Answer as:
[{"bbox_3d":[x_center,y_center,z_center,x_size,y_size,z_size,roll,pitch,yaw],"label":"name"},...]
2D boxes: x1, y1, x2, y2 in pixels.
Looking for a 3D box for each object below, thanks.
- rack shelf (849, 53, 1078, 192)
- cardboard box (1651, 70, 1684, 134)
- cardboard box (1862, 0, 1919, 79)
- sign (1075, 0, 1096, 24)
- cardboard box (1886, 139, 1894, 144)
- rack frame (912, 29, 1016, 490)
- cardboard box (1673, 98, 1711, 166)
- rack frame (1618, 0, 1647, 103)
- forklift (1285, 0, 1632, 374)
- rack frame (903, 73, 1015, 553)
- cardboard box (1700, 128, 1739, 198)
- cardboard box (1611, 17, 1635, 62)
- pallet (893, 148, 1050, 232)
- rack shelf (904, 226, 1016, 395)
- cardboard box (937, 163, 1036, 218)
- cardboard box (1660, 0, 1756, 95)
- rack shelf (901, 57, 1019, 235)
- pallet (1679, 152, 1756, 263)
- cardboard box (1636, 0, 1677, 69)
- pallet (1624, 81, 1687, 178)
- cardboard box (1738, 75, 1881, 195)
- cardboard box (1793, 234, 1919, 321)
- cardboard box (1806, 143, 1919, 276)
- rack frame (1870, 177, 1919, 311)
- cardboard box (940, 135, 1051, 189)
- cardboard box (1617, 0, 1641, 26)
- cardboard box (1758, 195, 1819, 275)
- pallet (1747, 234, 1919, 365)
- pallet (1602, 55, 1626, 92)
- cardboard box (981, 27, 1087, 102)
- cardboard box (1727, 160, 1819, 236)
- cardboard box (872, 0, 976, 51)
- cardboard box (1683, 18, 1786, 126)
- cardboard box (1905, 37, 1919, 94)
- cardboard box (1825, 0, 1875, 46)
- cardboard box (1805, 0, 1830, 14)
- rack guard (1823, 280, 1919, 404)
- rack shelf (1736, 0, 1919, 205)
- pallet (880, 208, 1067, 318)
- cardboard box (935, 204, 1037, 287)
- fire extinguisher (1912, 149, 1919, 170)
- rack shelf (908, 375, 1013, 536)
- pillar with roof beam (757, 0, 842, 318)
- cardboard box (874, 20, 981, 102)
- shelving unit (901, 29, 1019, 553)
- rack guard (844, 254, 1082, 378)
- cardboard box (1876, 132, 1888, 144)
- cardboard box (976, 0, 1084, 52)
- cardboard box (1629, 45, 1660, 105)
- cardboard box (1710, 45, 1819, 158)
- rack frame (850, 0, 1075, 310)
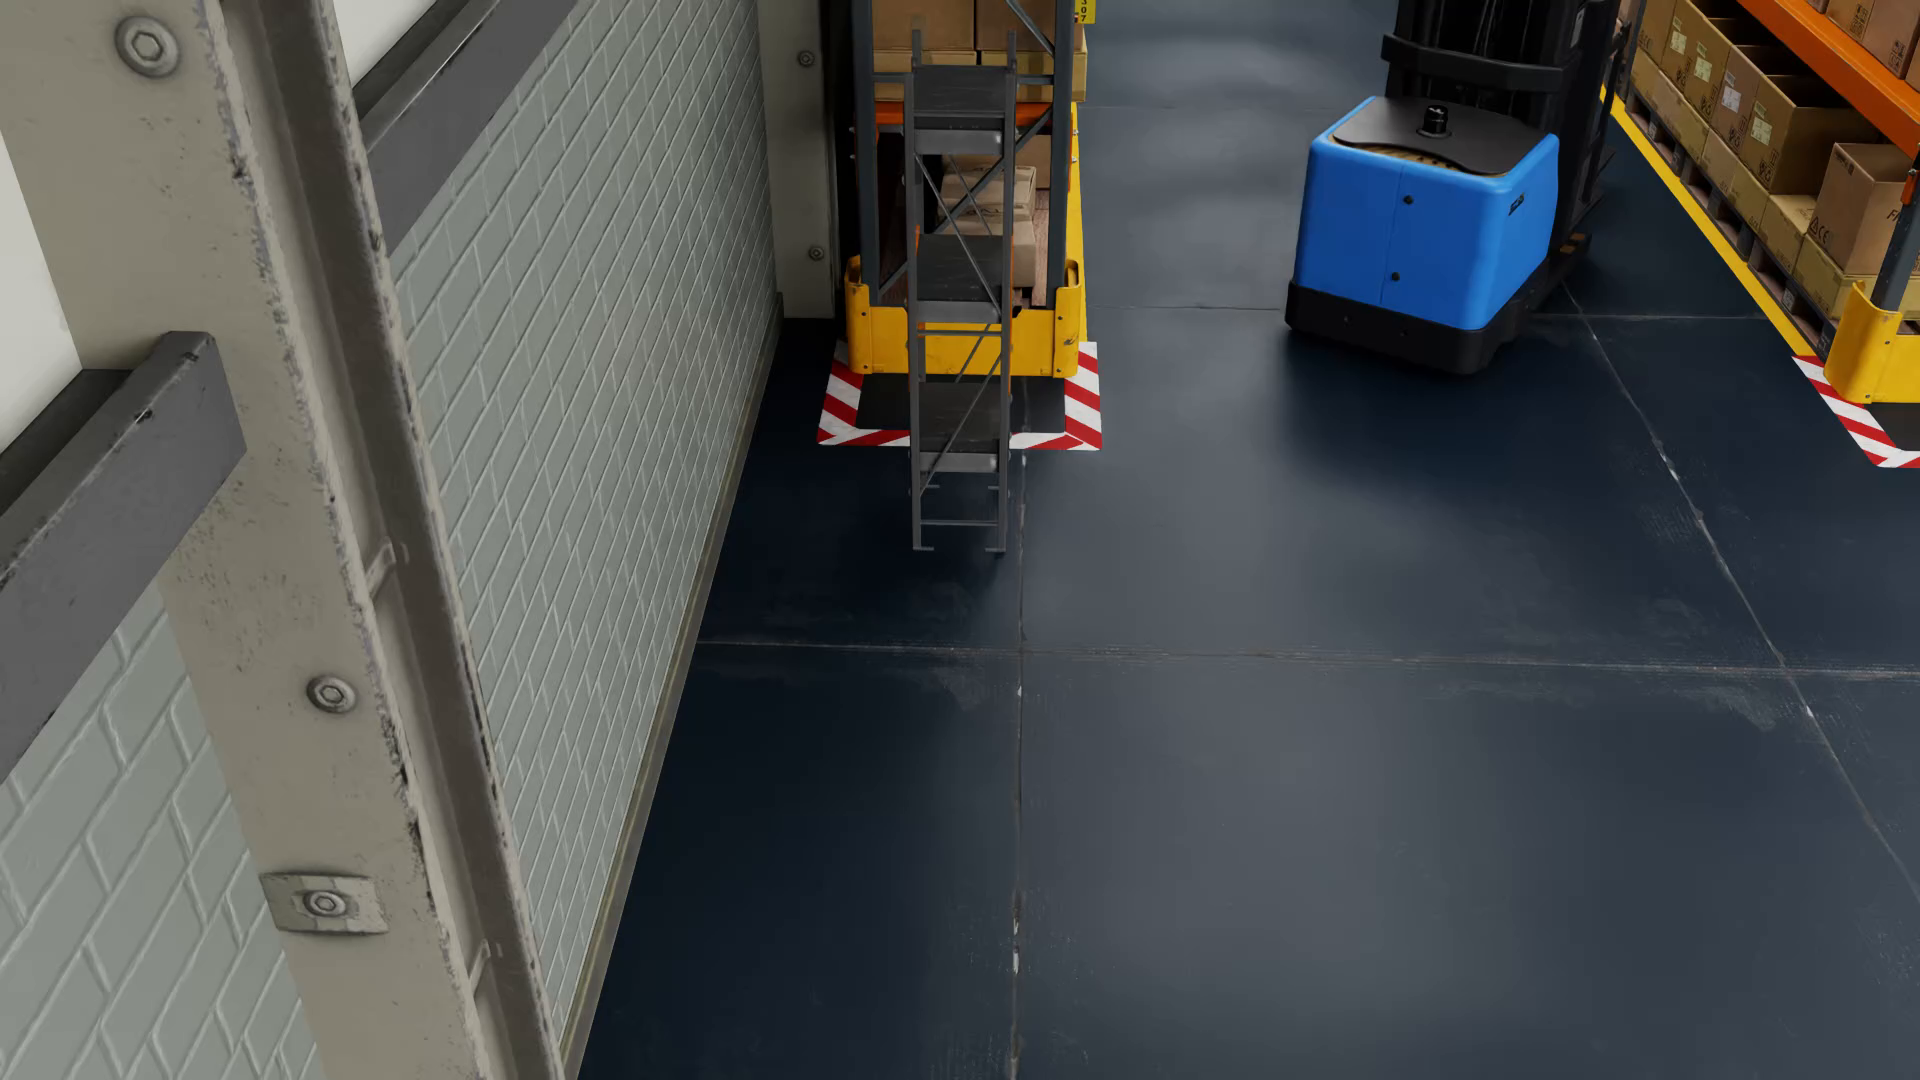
[{"bbox_3d":[0.095,-2.970,9.494,1.077,0.370,4.000,1,35,2],"label":"rack shelf"},{"bbox_3d":[4.778,-2.802,10.654,0.500,0.250,0.500,1,35,2],"label":"cardboard box"},{"bbox_3d":[5.012,-2.614,8.274,0.700,0.500,0.500,2,35,3],"label":"cardboard box"},{"bbox_3d":[0.556,-2.457,7.385,0.100,0.325,0.005,1,35,2],"label":"sign"},{"bbox_3d":[5.226,-1.947,8.786,0.500,0.500,0.500,1,35,2],"label":"cardboard box"},{"bbox_3d":[0.016,-1.094,6.981,0.400,2.100,0.015,1,35,2],"label":"rack frame"},{"bbox_3d":[4.753,-2.515,10.246,0.500,0.250,0.500,1,35,2],"label":"cardboard box"},{"bbox_3d":[5.125,-4.302,10.762,1.000,3.000,0.127,1,35,2],"label":"rack frame"},{"bbox_3d":[2.949,-2.833,8.732,1.130,2.935,3.031,21,40,27],"label":"forklift"},{"bbox_3d":[-0.003,-0.814,6.582,0.400,2.100,0.015,1,35,2],"label":"rack frame"},{"bbox_3d":[4.739,-2.227,9.837,0.500,0.250,0.500,1,35,2],"label":"cardboard box"},{"bbox_3d":[4.852,-3.593,11.780,0.500,0.250,0.500,1,35,1],"label":"cardboard box"},{"bbox_3d":[0.137,-2.184,10.173,1.003,0.211,1.213,1,35,2],"label":"pallet"},{"bbox_3d":[0.007,-0.943,6.789,0.431,0.518,0.480,1,35,2],"label":"rack shelf"},{"bbox_3d":[0.155,-1.919,9.327,0.500,0.311,0.500,4,35,6],"label":"cardboard box"},{"bbox_3d":[4.781,-3.109,10.438,0.500,0.500,0.500,1,35,2],"label":"cardboard box"},{"bbox_3d":[0.007,-1.516,6.387,0.431,0.518,0.480,1,35,2],"label":"rack shelf"},{"bbox_3d":[5.005,-2.002,9.915,1.003,0.211,1.213,1,35,2],"label":"pallet"},{"bbox_3d":[4.793,-3.396,10.847,0.500,0.500,0.500,1,35,2],"label":"cardboard box"},{"bbox_3d":[5.051,-2.705,10.915,1.003,0.211,1.213,1,35,2],"label":"pallet"},{"bbox_3d":[4.714,-2.247,9.212,0.500,0.500,0.500,1,35,2],"label":"cardboard box"},{"bbox_3d":[4.690,-1.365,8.610,0.500,0.250,0.500,1,35,2],"label":"cardboard box"},{"bbox_3d":[4.688,-1.672,8.394,0.500,0.500,0.500,1,35,2],"label":"cardboard box"},{"bbox_3d":[4.964,-2.003,7.492,1.000,3.000,0.127,1,35,2],"label":"rack frame"},{"bbox_3d":[0.234,-2.416,9.871,0.700,0.500,0.500,-1,35,-1],"label":"cardboard box"},{"bbox_3d":[4.855,-3.817,11.611,0.500,0.311,0.500,1,35,2],"label":"cardboard box"},{"bbox_3d":[4.698,-1.653,9.019,0.500,0.250,0.500,1,35,2],"label":"cardboard box"},{"bbox_3d":[4.953,-1.303,8.920,1.003,0.211,1.213,1,35,2],"label":"pallet"},{"bbox_3d":[5.115,-3.585,12.167,1.003,0.211,1.213,1,35,2],"label":"pallet"},{"bbox_3d":[0.351,-2.336,8.078,0.500,0.250,0.500,0,35,1],"label":"cardboard box"},{"bbox_3d":[4.717,-1.940,9.428,0.500,0.250,0.500,1,35,2],"label":"cardboard box"},{"bbox_3d":[-0.179,-2.645,7.866,0.500,0.500,0.500,1,35,1],"label":"cardboard box"},{"bbox_3d":[4.753,-2.821,10.030,0.500,0.500,0.500,1,35,2],"label":"cardboard box"},{"bbox_3d":[4.996,-2.312,7.844,0.700,0.500,0.500,1,35,2],"label":"cardboard box"},{"bbox_3d":[5.038,-2.899,8.680,0.700,0.500,0.500,2,35,2],"label":"cardboard box"},{"bbox_3d":[5.055,-3.202,9.110,0.700,0.500,0.500,2,35,3],"label":"cardboard box"},{"bbox_3d":[4.963,-0.967,8.191,1.175,0.500,0.348,1,35,2],"label":"rack guard"},{"bbox_3d":[5.044,-2.858,9.334,1.077,0.370,4.000,1,35,2],"label":"rack shelf"},{"bbox_3d":[0.085,-1.484,9.179,1.003,0.211,1.213,1,35,2],"label":"pallet"},{"bbox_3d":[0.132,-1.591,8.861,0.500,0.311,0.500,-2,35,-3],"label":"cardboard box"},{"bbox_3d":[4.495,-1.915,7.433,0.296,0.674,0.183,1,35,2],"label":"fire extinguisher"},{"bbox_3d":[0.007,-0.370,7.192,0.431,0.518,0.480,1,35,2],"label":"rack shelf"},{"bbox_3d":[3.480,-4.893,6.386,9.100,9.000,0.400,1,35,2],"label":"pillar with roof beam"},{"bbox_3d":[-0.161,-2.336,8.078,0.500,0.250,0.500,2,35,3],"label":"cardboard box"},{"bbox_3d":[0.007,-0.954,6.782,0.431,2.100,0.503,1,35,2],"label":"shelving unit"},{"bbox_3d":[0.017,-1.137,8.433,1.175,0.500,0.348,1,35,2],"label":"rack guard"},{"bbox_3d":[5.233,-2.235,9.195,0.500,0.500,0.500,1,35,2],"label":"cardboard box"},{"bbox_3d":[0.334,-2.637,7.854,0.500,0.500,0.500,1,35,2],"label":"cardboard box"},{"bbox_3d":[4.803,-3.089,11.063,0.500,0.250,0.500,1,35,2],"label":"cardboard box"},{"bbox_3d":[4.735,-2.534,9.621,0.500,0.500,0.500,1,35,2],"label":"cardboard box"},{"bbox_3d":[0.014,-2.116,7.652,1.000,3.000,0.127,1,35,2],"label":"rack frame"}]
